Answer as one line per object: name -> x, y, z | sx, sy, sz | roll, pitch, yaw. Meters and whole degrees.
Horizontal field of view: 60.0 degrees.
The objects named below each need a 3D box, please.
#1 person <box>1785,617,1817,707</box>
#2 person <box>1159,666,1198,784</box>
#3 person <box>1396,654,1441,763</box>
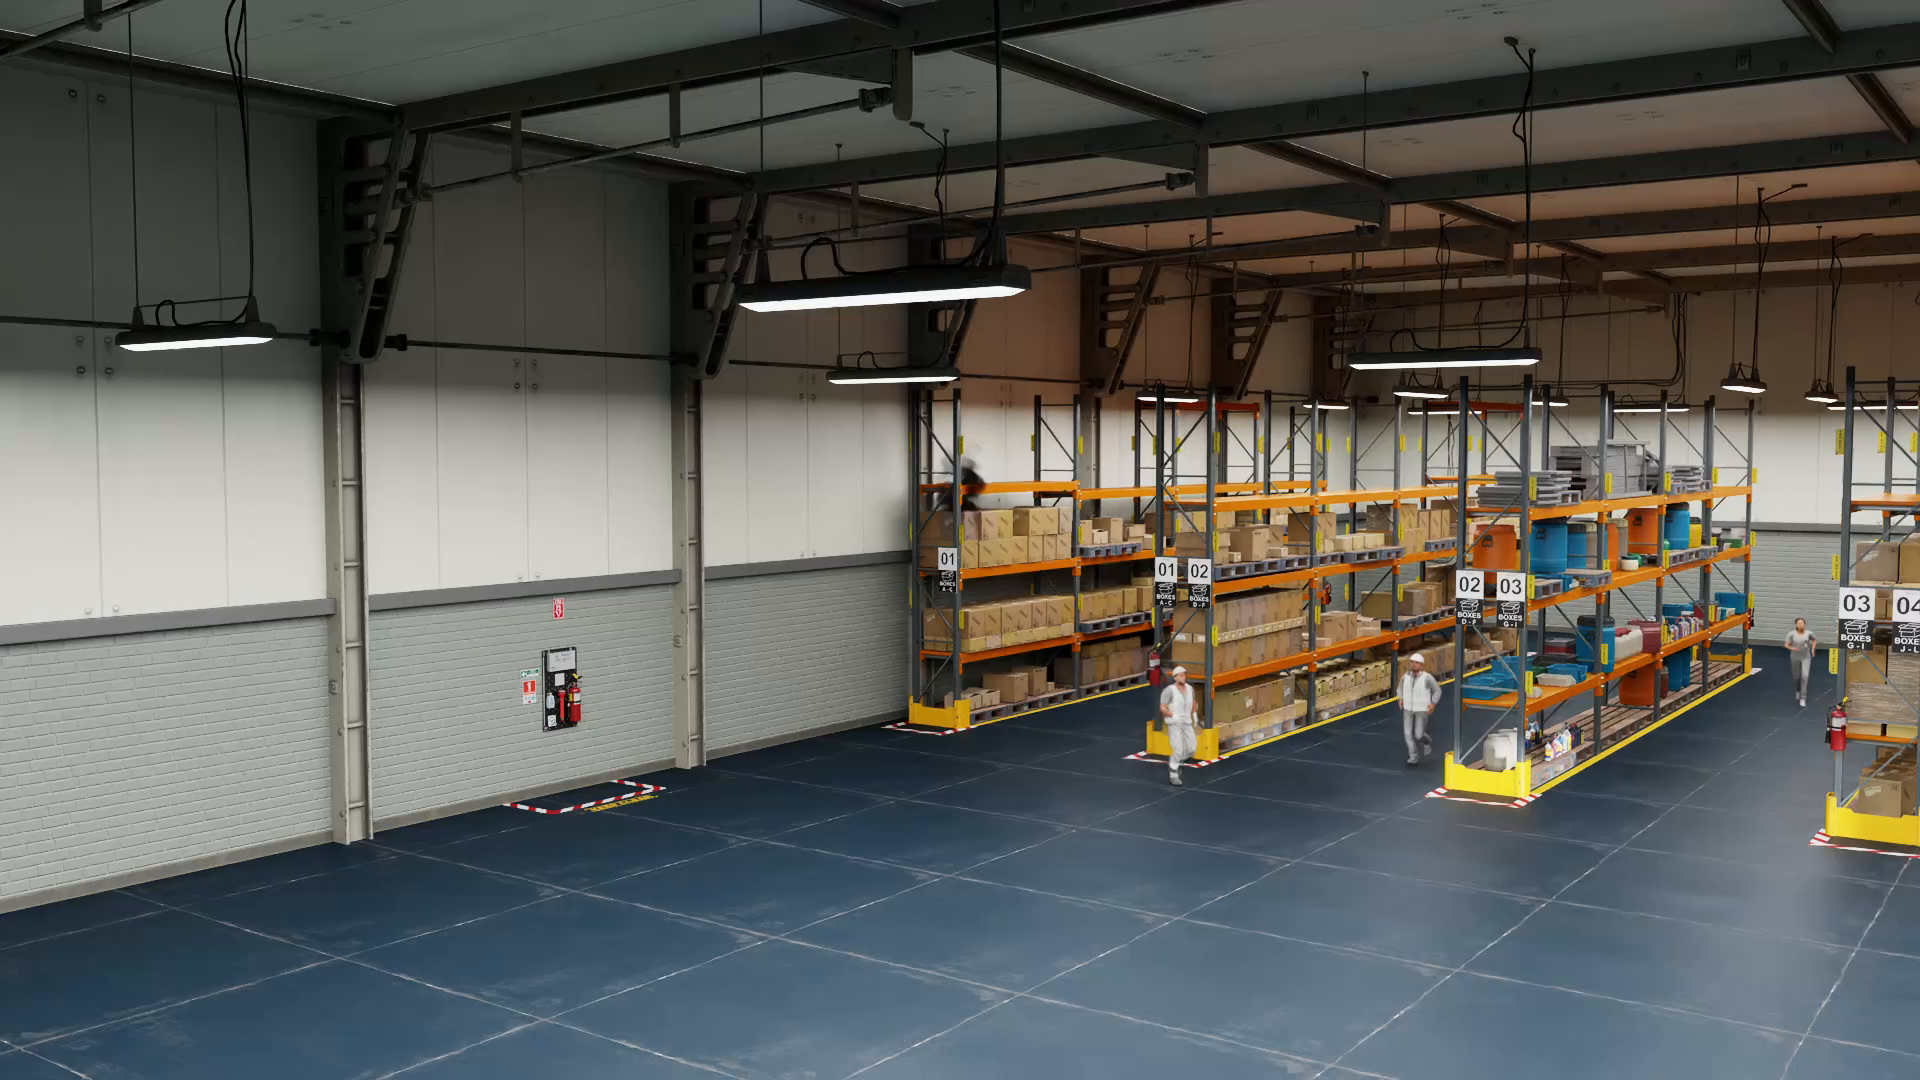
person -> 16.271, 2.336, 32.204 | 0.542, 1.660, 0.967 | 2, 4, 28
person -> 3.265, 2.729, 24.539 | 0.699, 1.746, 0.615 | -2, 4, -27
person -> 7.168, 2.649, 26.105 | 0.707, 1.729, 0.569 | 2, 4, 36
